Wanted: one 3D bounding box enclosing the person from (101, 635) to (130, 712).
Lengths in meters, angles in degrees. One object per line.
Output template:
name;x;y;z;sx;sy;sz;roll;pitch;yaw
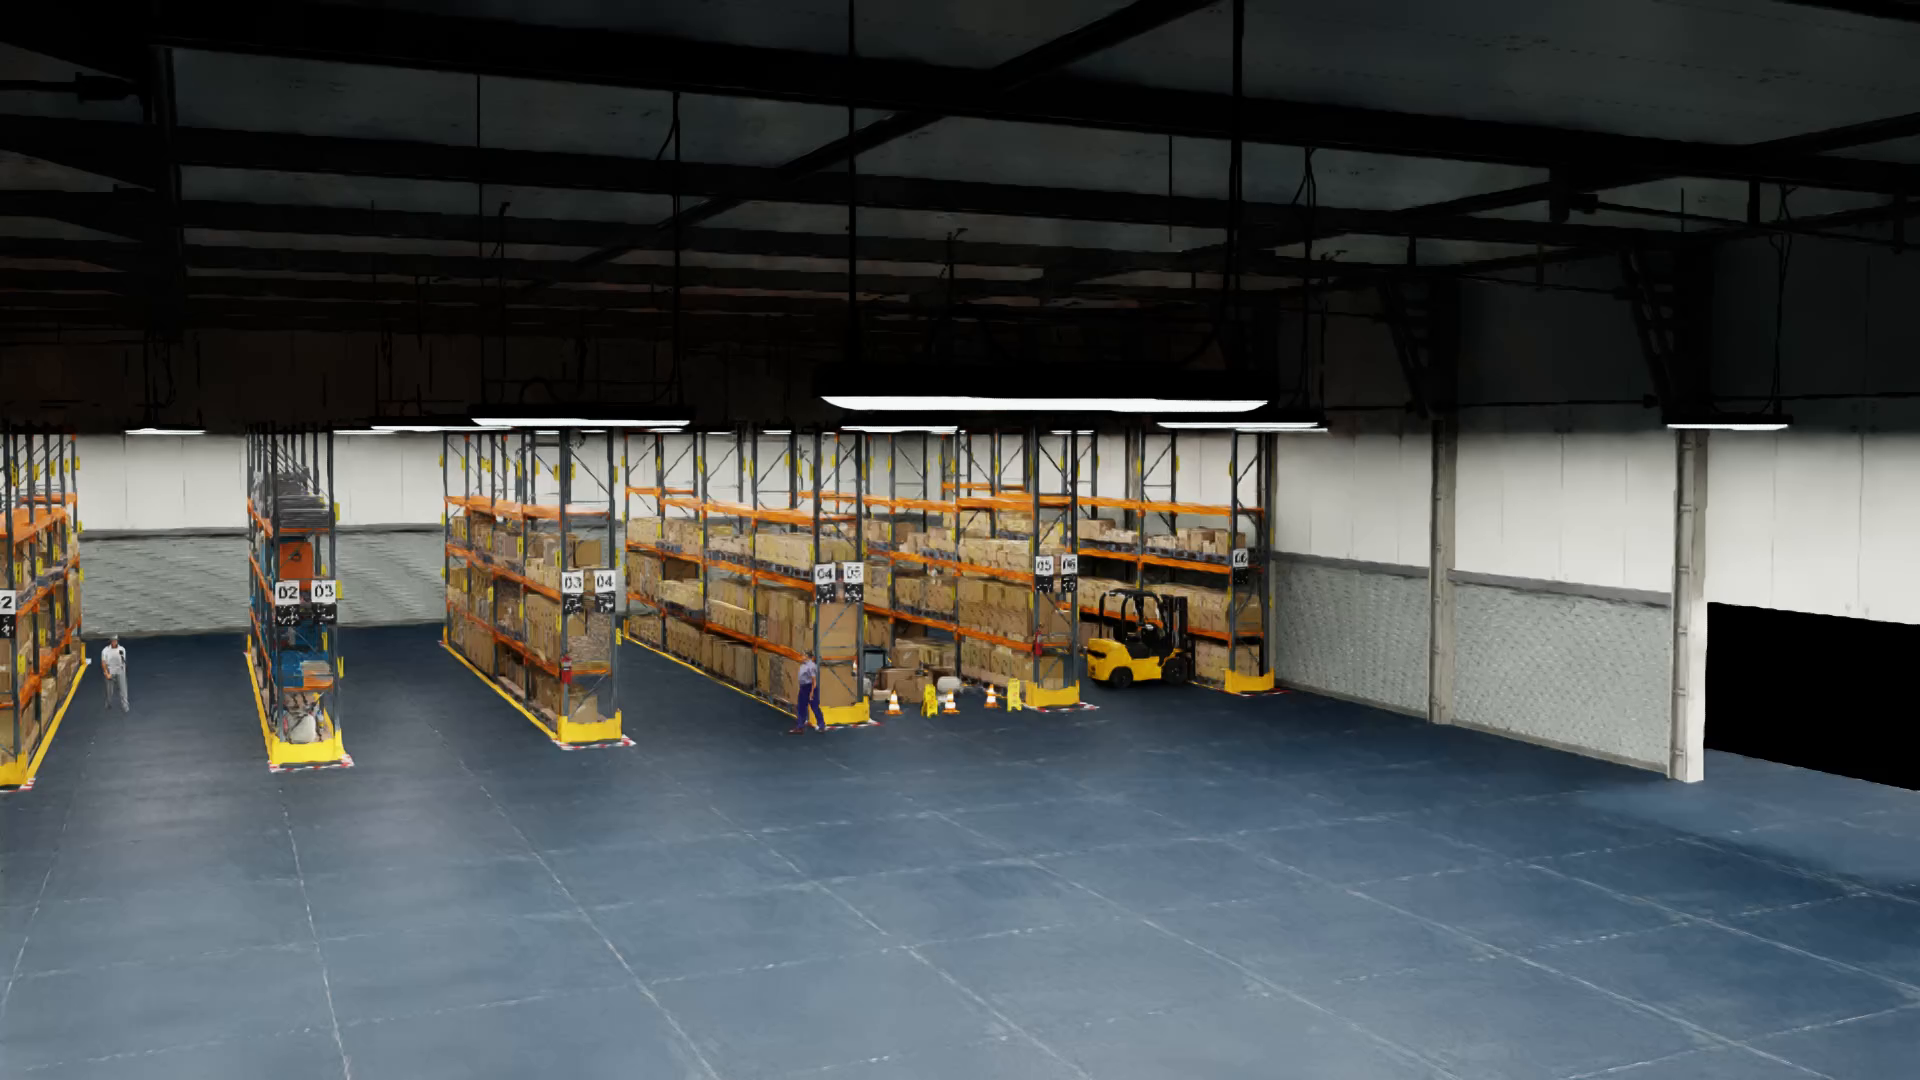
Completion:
person;-17.551;2.753;34.518;0.490;1.597;0.999;-2;4;-33

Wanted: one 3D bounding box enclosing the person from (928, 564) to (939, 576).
person;-0.863;1.534;52.928;0.732;1.787;0.476;2;4;25

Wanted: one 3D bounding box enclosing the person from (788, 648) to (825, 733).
person;-2.966;2.896;32.076;0.631;1.631;0.705;-2;4;-33
